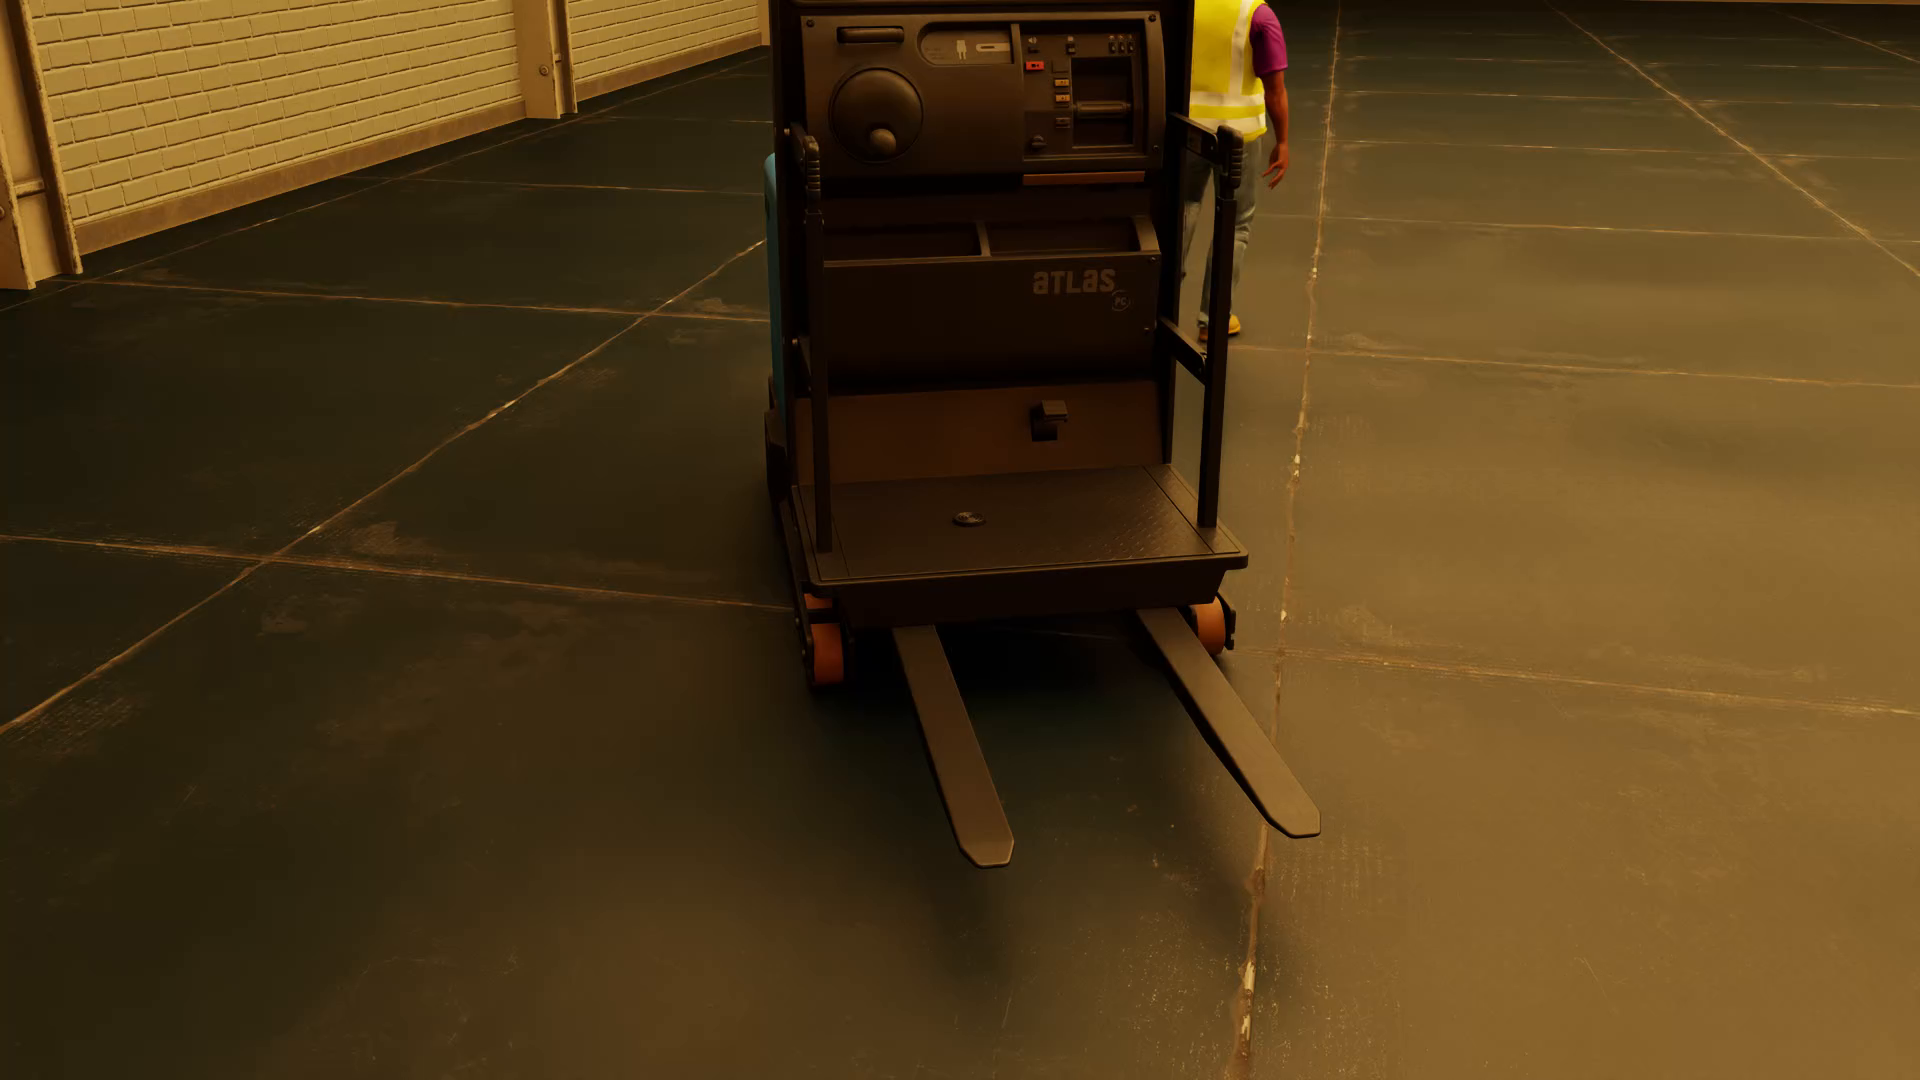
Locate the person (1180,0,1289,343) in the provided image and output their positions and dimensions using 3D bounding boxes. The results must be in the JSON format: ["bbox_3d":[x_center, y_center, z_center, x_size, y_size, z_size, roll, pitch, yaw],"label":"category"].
[{"bbox_3d":[1.099,-1.745,7.118,0.714,1.747,0.470,12,25,26],"label":"person"}]

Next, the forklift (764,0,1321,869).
[{"bbox_3d":[0.104,-1.131,4.040,1.130,2.935,3.031,-4,22,-9],"label":"forklift"}]
